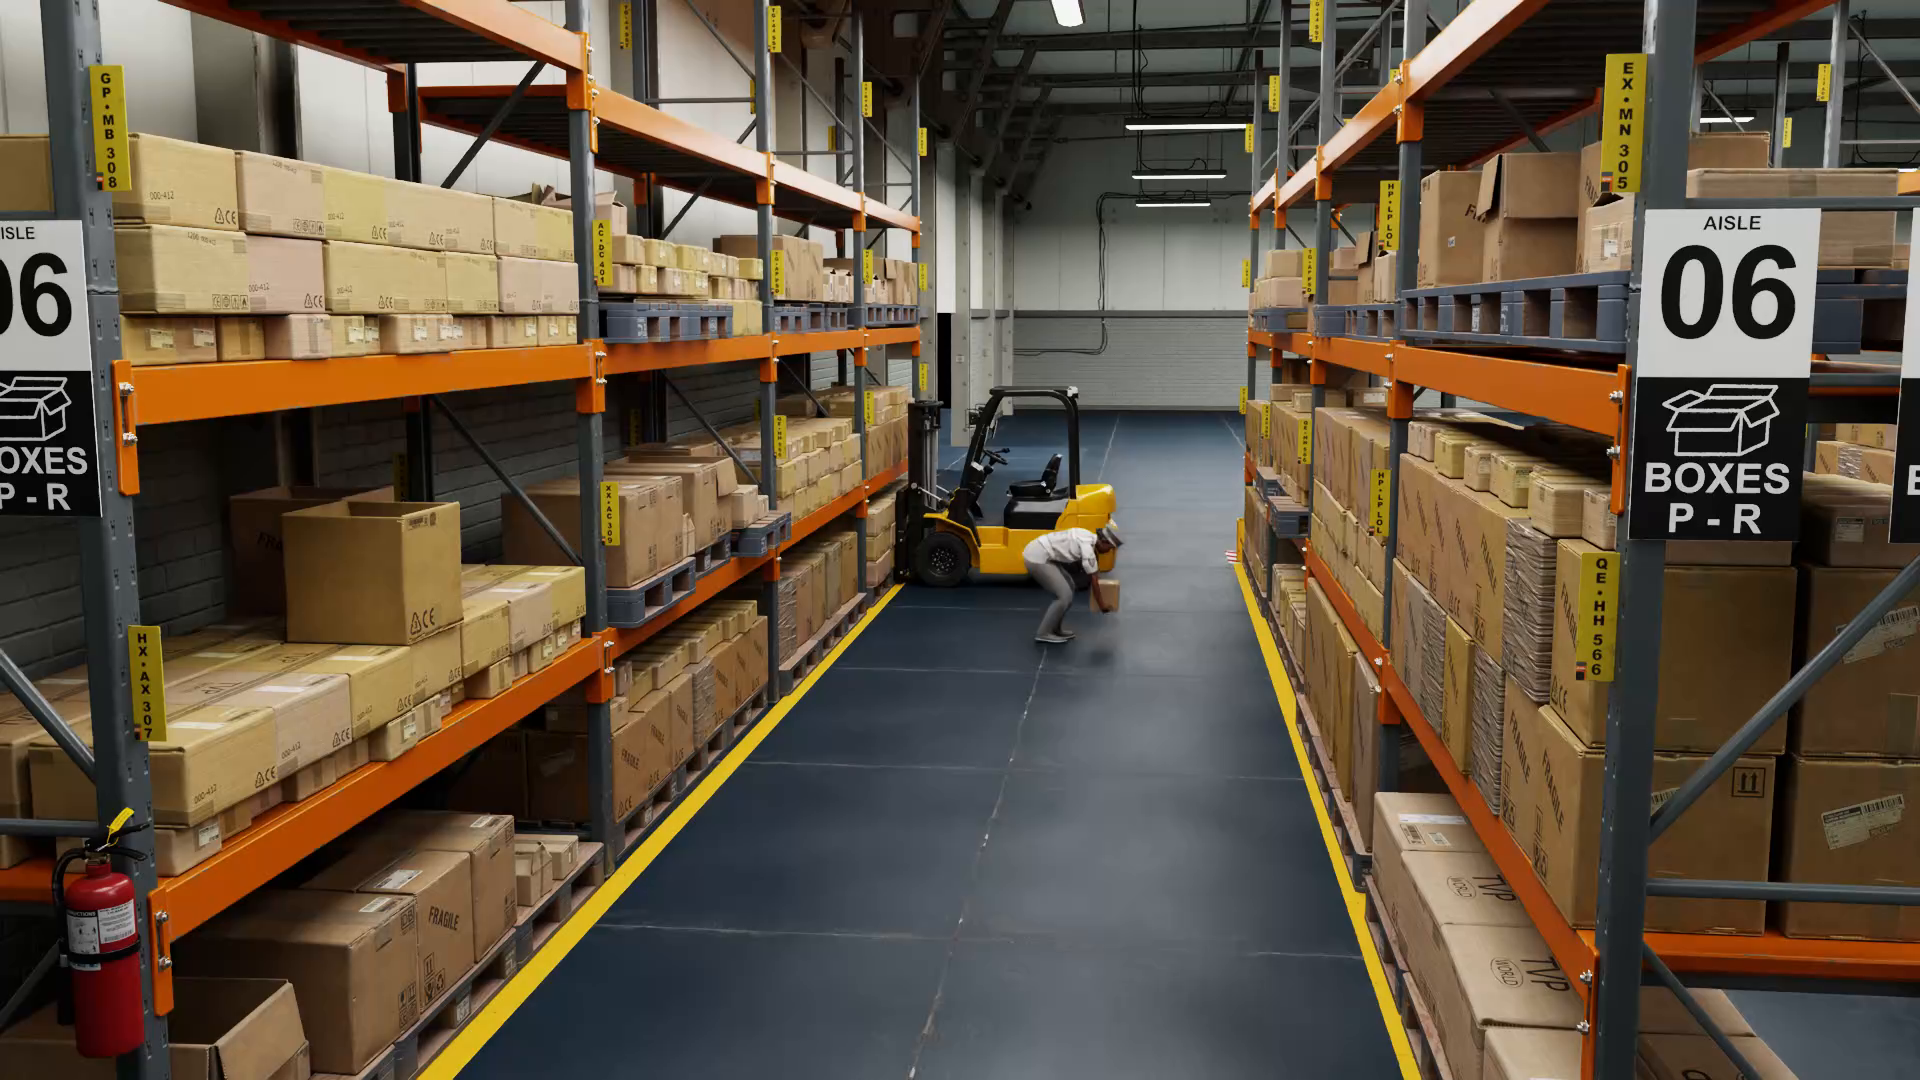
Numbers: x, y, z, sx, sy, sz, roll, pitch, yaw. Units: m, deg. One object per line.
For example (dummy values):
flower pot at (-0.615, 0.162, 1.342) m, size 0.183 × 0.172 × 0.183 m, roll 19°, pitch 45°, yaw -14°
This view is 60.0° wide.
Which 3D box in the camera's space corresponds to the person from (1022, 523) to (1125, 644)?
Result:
person at (1.030, 0.386, 15.136) m, size 0.932 × 1.080 × 0.445 m, roll 0°, pitch 8°, yaw 3°
